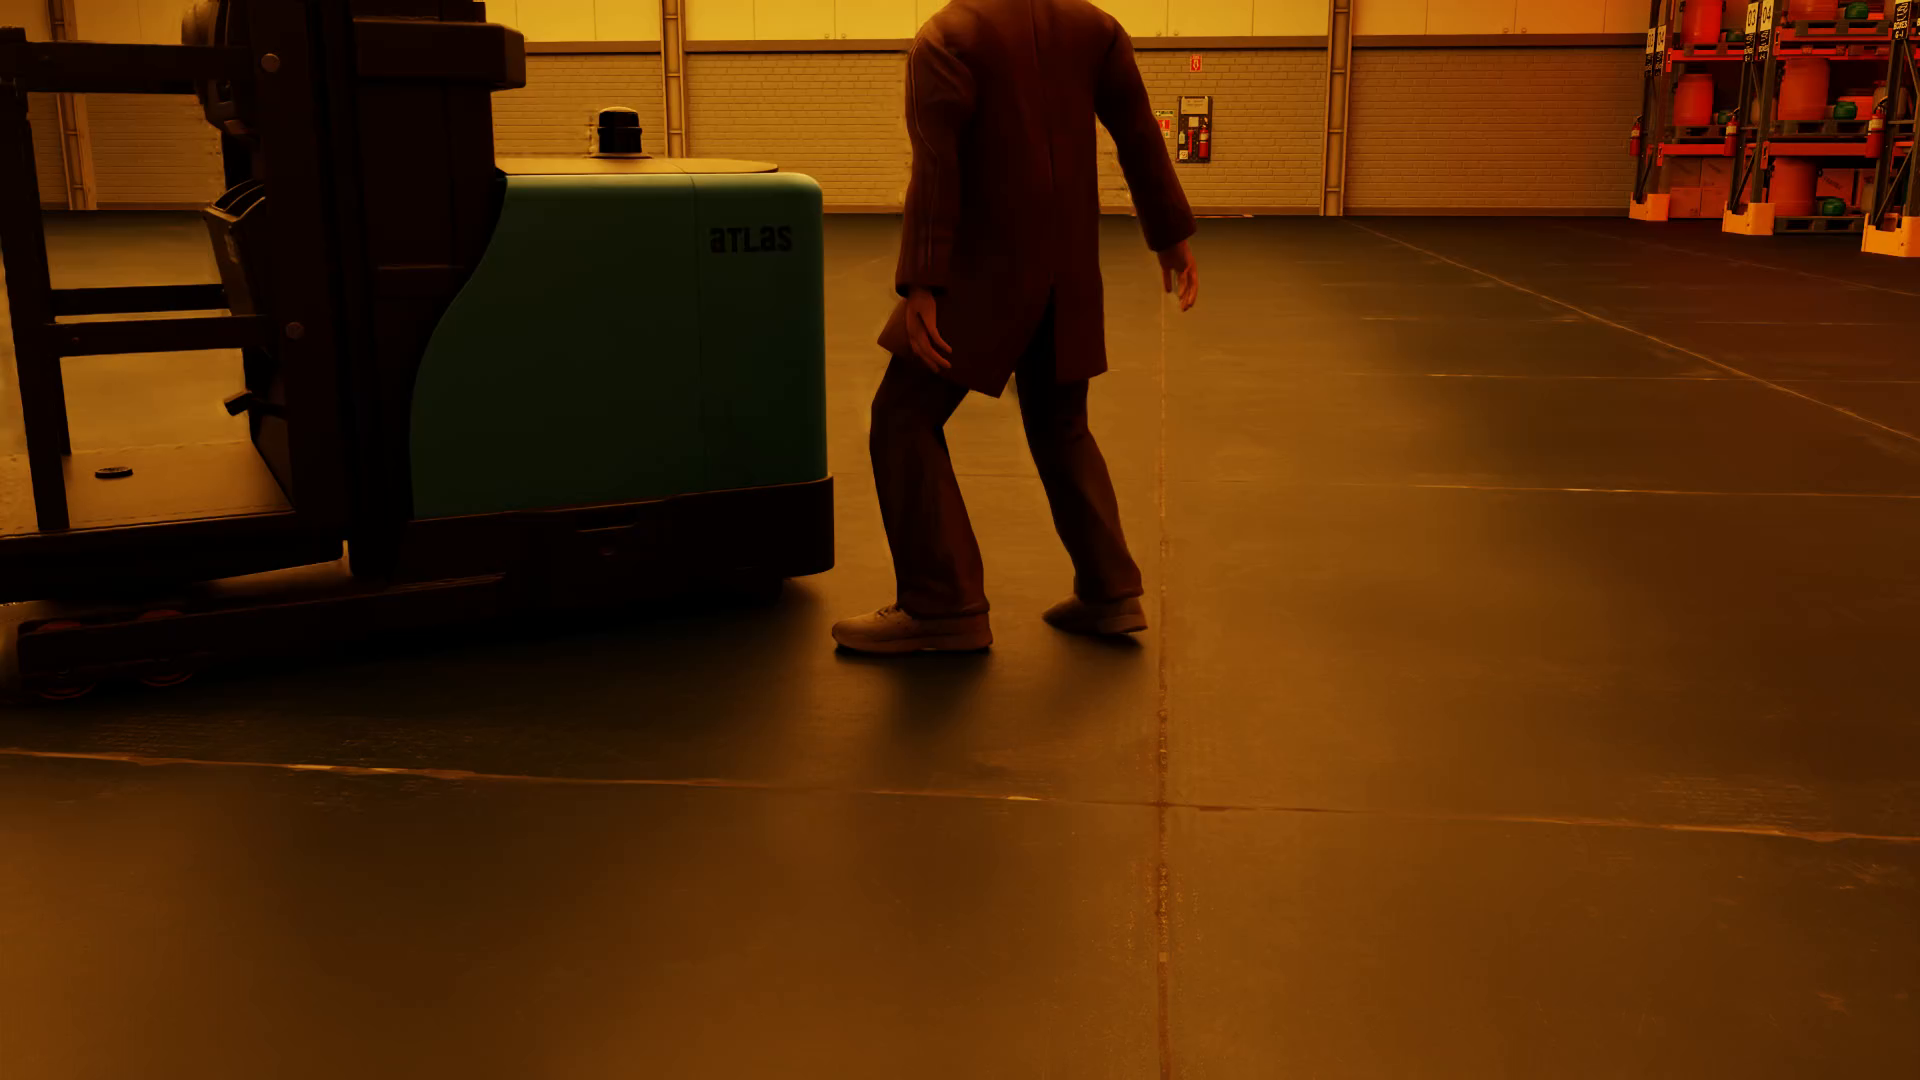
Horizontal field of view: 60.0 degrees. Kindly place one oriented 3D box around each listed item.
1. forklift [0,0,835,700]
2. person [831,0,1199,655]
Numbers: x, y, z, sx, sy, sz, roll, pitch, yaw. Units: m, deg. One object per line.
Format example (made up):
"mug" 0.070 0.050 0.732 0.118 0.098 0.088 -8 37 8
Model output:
"forklift" -1.877 -1.227 3.755 3.031 2.935 1.130 -7 15 -27
"person" 0.152 -0.600 3.826 0.932 1.749 0.529 -8 15 -31
